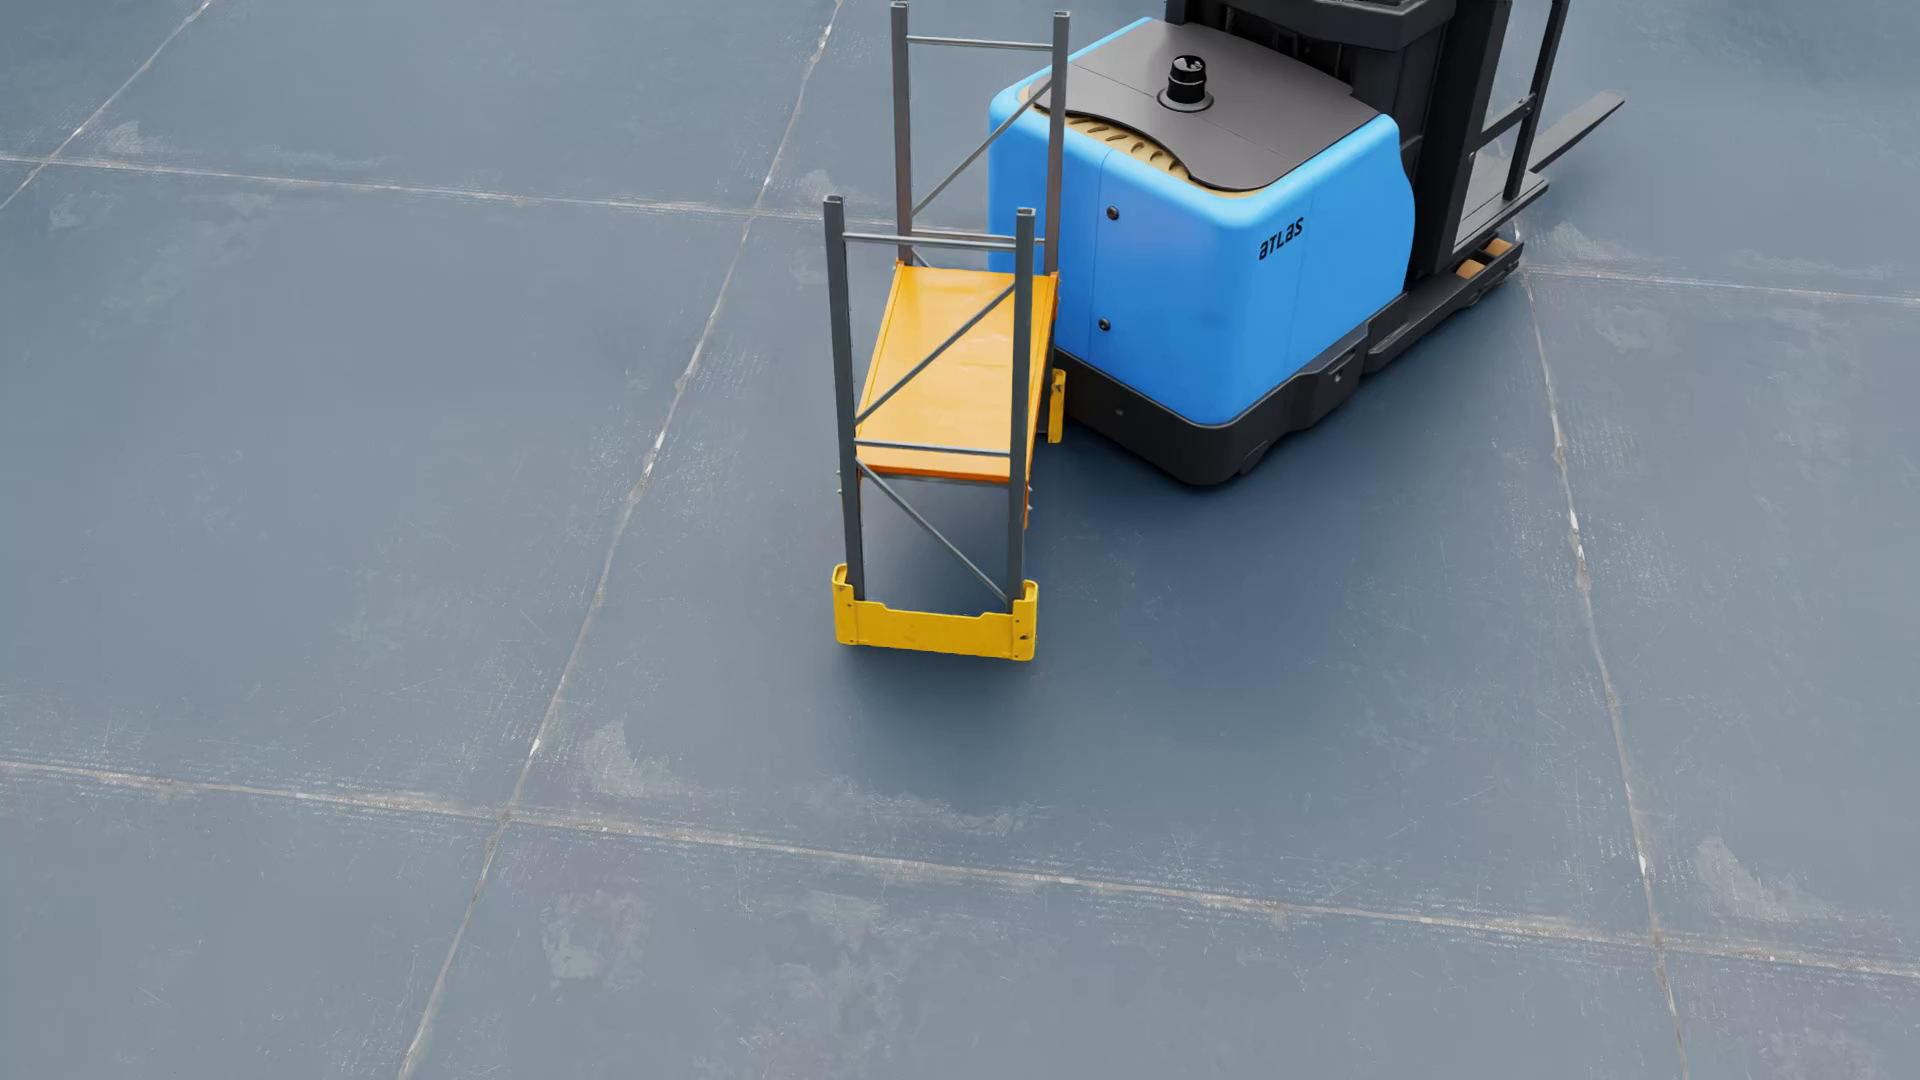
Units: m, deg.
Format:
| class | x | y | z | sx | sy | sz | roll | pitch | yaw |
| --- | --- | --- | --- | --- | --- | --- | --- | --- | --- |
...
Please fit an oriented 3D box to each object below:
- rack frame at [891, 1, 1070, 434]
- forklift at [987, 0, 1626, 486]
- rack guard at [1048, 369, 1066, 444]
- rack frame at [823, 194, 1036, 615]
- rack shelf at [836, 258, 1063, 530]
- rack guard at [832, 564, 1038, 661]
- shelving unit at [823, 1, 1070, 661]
| class | x | y | z | sx | sy | sz | roll | pitch | yaw |
| --- | --- | --- | --- | --- | --- | --- | --- | --- | --- |
| rack frame | 0.056 | -0.934 | 5.146 | 0.500 | 1.500 | 0.032 | 5 | 44 | 5 |
| forklift | 1.461 | -2.154 | 5.393 | 1.130 | 2.935 | 3.031 | 34 | 53 | 30 |
| rack guard | 0.053 | -0.467 | 5.561 | 0.587 | 0.250 | 0.087 | 5 | 44 | 5 |
| rack frame | -0.073 | -0.241 | 4.413 | 0.500 | 1.500 | 0.032 | 5 | 44 | 5 |
| rack shelf | -0.008 | -0.457 | 4.903 | 0.538 | 0.185 | 1.000 | 5 | 44 | 5 |
| rack guard | -0.072 | 0.212 | 4.844 | 0.587 | 0.250 | 0.087 | 5 | 44 | 5 |
| shelving unit | -0.009 | -0.581 | 4.773 | 0.587 | 1.500 | 1.083 | 5 | 44 | 5 |
